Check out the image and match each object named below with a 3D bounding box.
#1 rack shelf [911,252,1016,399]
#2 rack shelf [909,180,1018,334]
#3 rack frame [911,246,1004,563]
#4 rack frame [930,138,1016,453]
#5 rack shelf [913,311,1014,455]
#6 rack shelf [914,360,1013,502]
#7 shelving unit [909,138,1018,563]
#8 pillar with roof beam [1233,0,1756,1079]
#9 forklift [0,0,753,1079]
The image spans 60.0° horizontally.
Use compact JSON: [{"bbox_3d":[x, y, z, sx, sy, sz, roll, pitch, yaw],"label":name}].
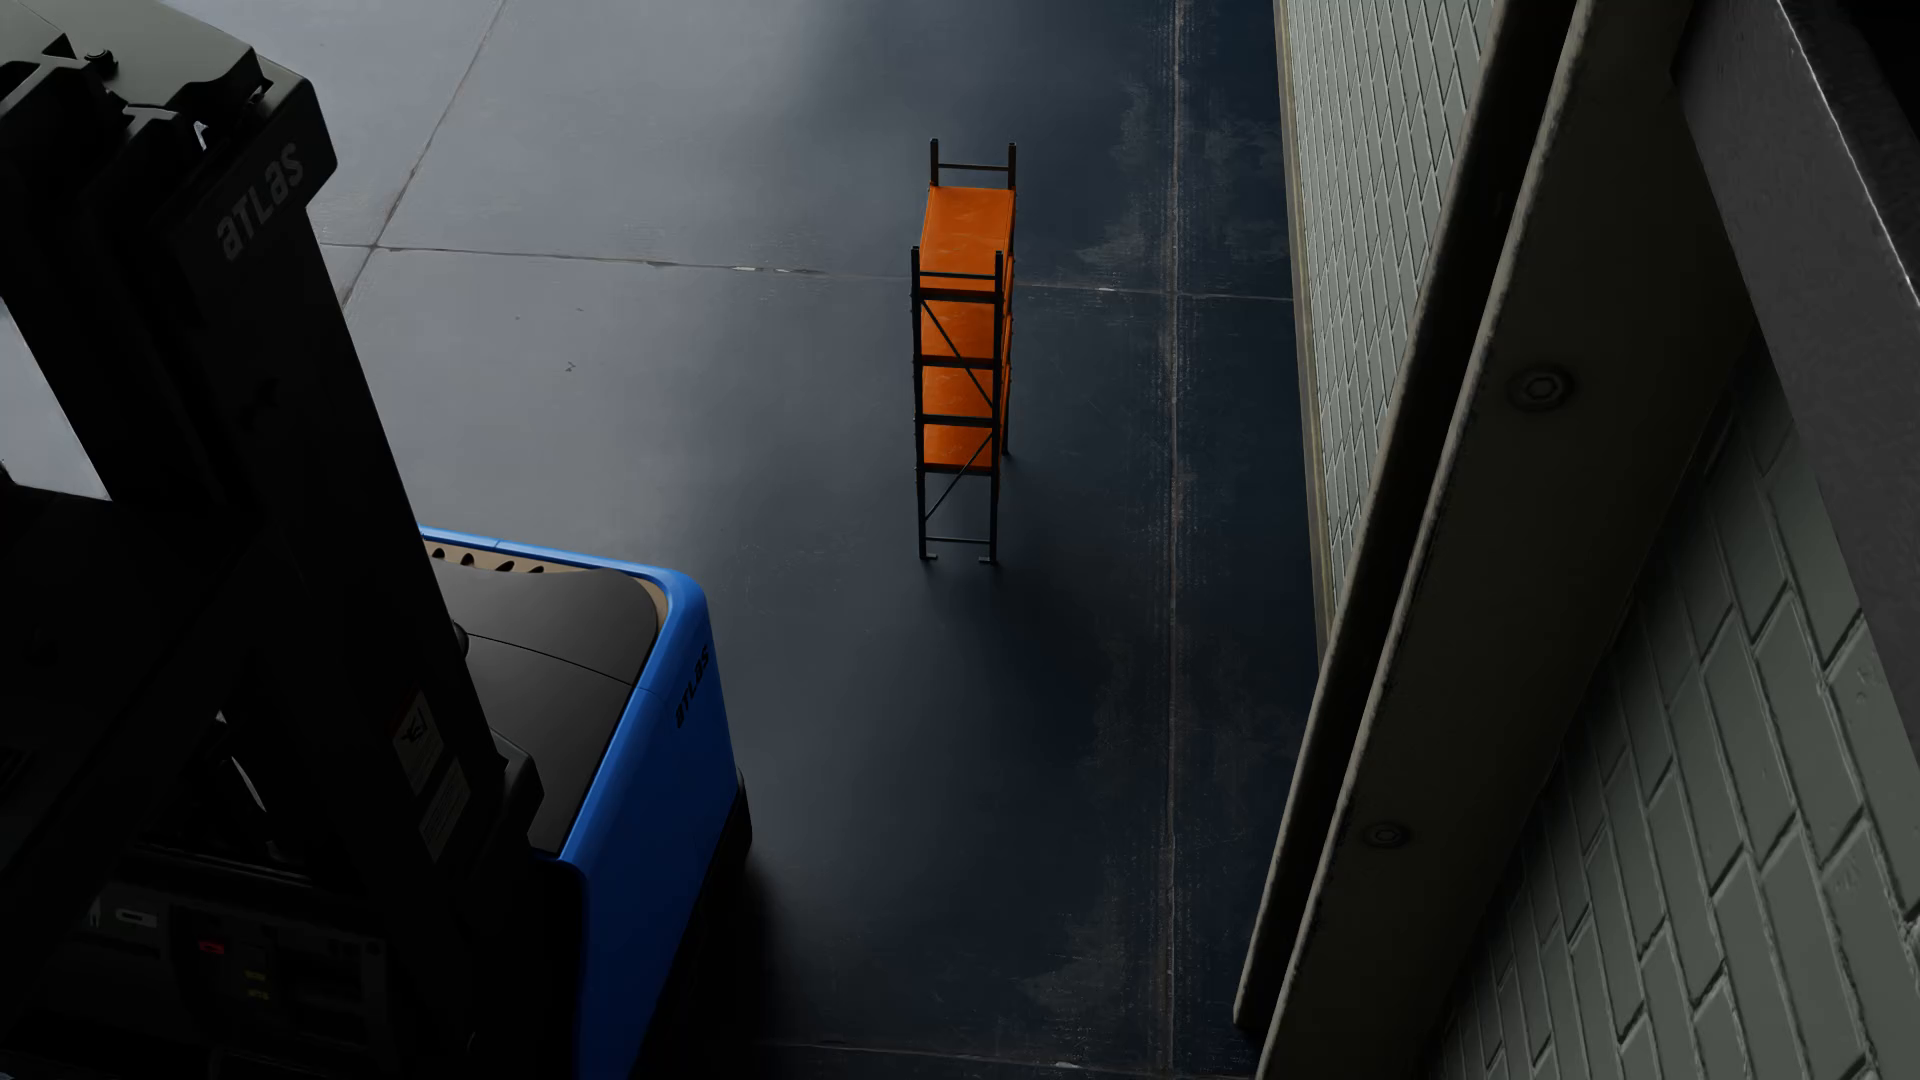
[{"bbox_3d":[0.015,-0.632,4.803,0.258,0.148,0.480,4,48,4],"label":"rack shelf"},{"bbox_3d":[0.015,-0.792,4.629,0.258,0.148,0.480,4,48,4],"label":"rack shelf"},{"bbox_3d":[-0.007,-0.347,4.755,0.240,1.200,0.015,4,48,4],"label":"rack frame"},{"bbox_3d":[0.037,-0.706,5.083,0.240,1.200,0.015,4,48,4],"label":"rack frame"},{"bbox_3d":[0.015,-0.481,4.968,0.258,0.148,0.480,4,48,4],"label":"rack shelf"},{"bbox_3d":[0.015,-0.347,5.115,0.258,0.148,0.480,4,48,4],"label":"rack shelf"},{"bbox_3d":[0.015,-0.527,4.919,0.258,1.200,0.503,4,48,4],"label":"shelving unit"},{"bbox_3d":[-3.463,-2.003,0.984,9.100,9.000,0.400,4,48,4],"label":"pillar with roof beam"},{"bbox_3d":[-1.381,0.795,2.537,1.130,2.935,3.031,10,48,9],"label":"forklift"}]
